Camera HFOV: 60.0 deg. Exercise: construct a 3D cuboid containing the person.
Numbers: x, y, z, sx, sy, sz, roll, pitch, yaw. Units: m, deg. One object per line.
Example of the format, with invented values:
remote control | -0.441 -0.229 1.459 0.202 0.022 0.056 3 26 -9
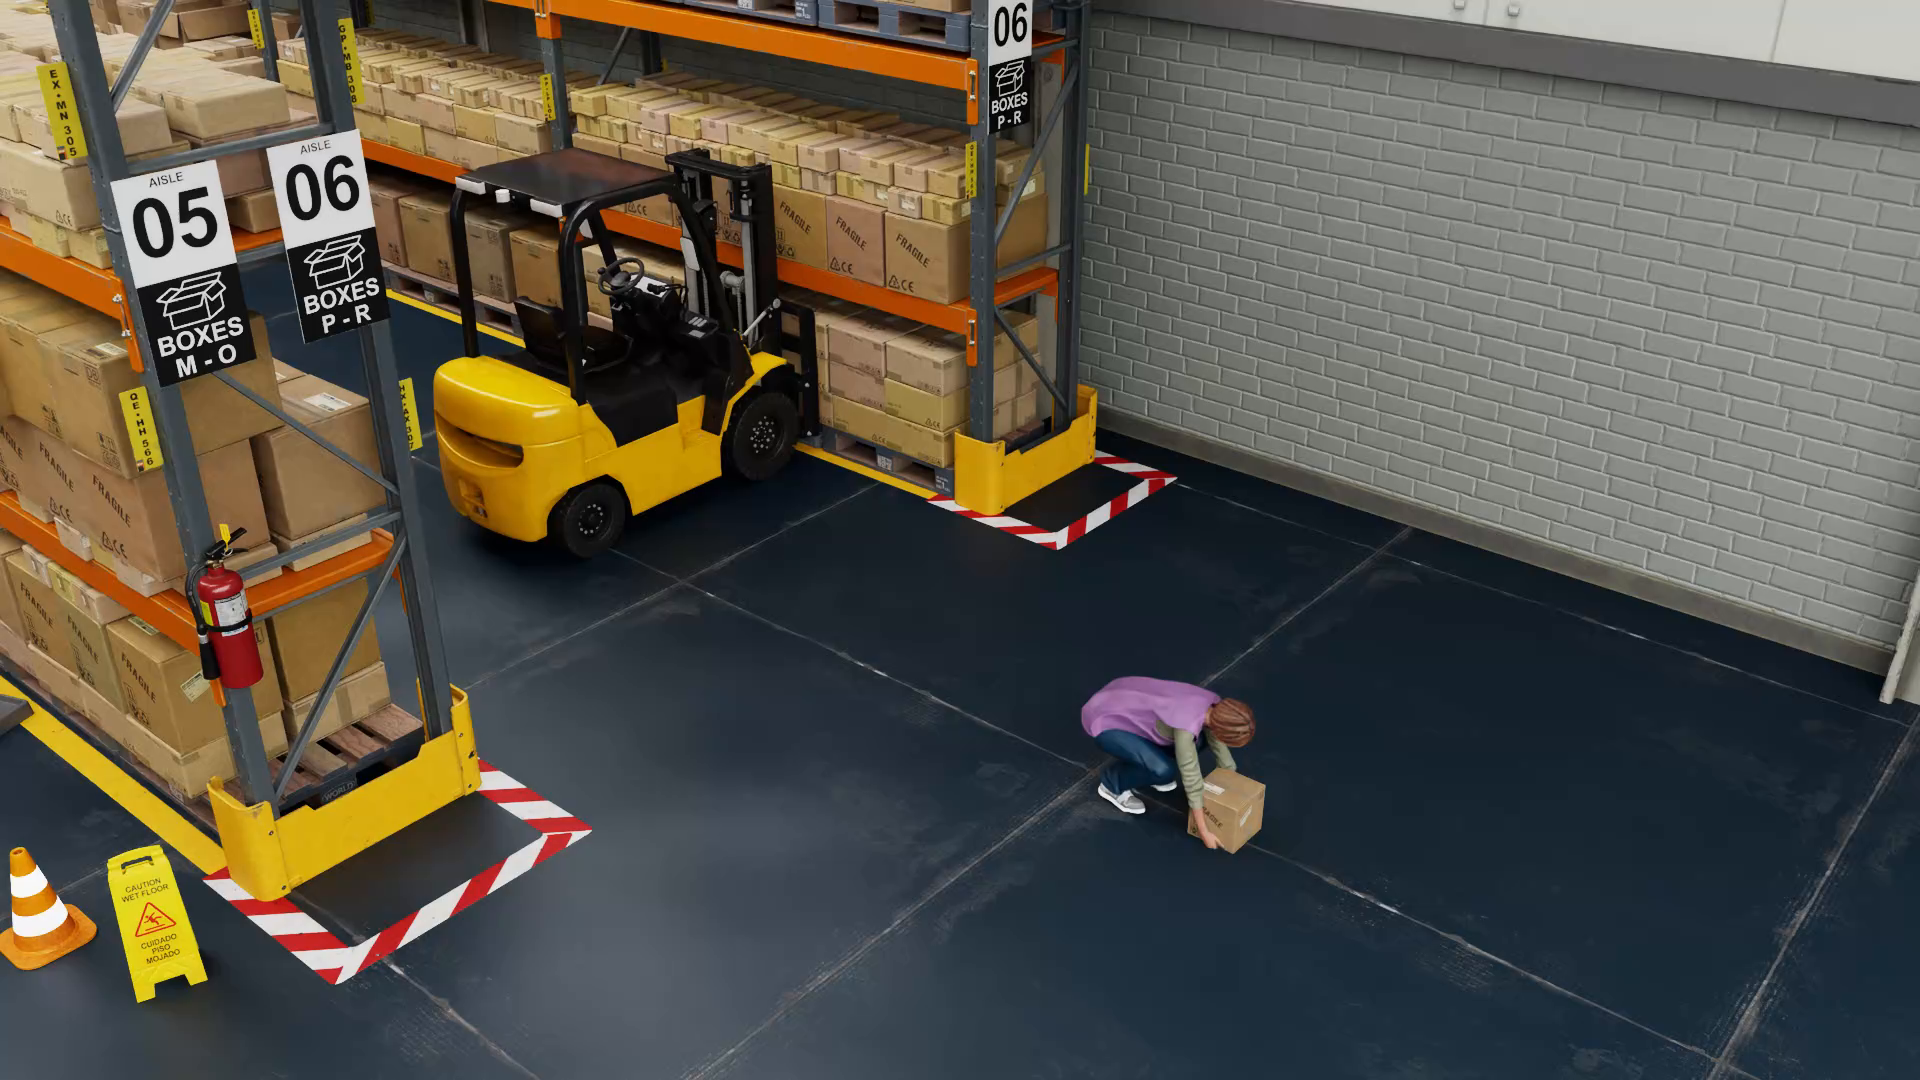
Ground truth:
person | 0.965 0.982 7.800 0.848 0.729 0.428 20 34 33
